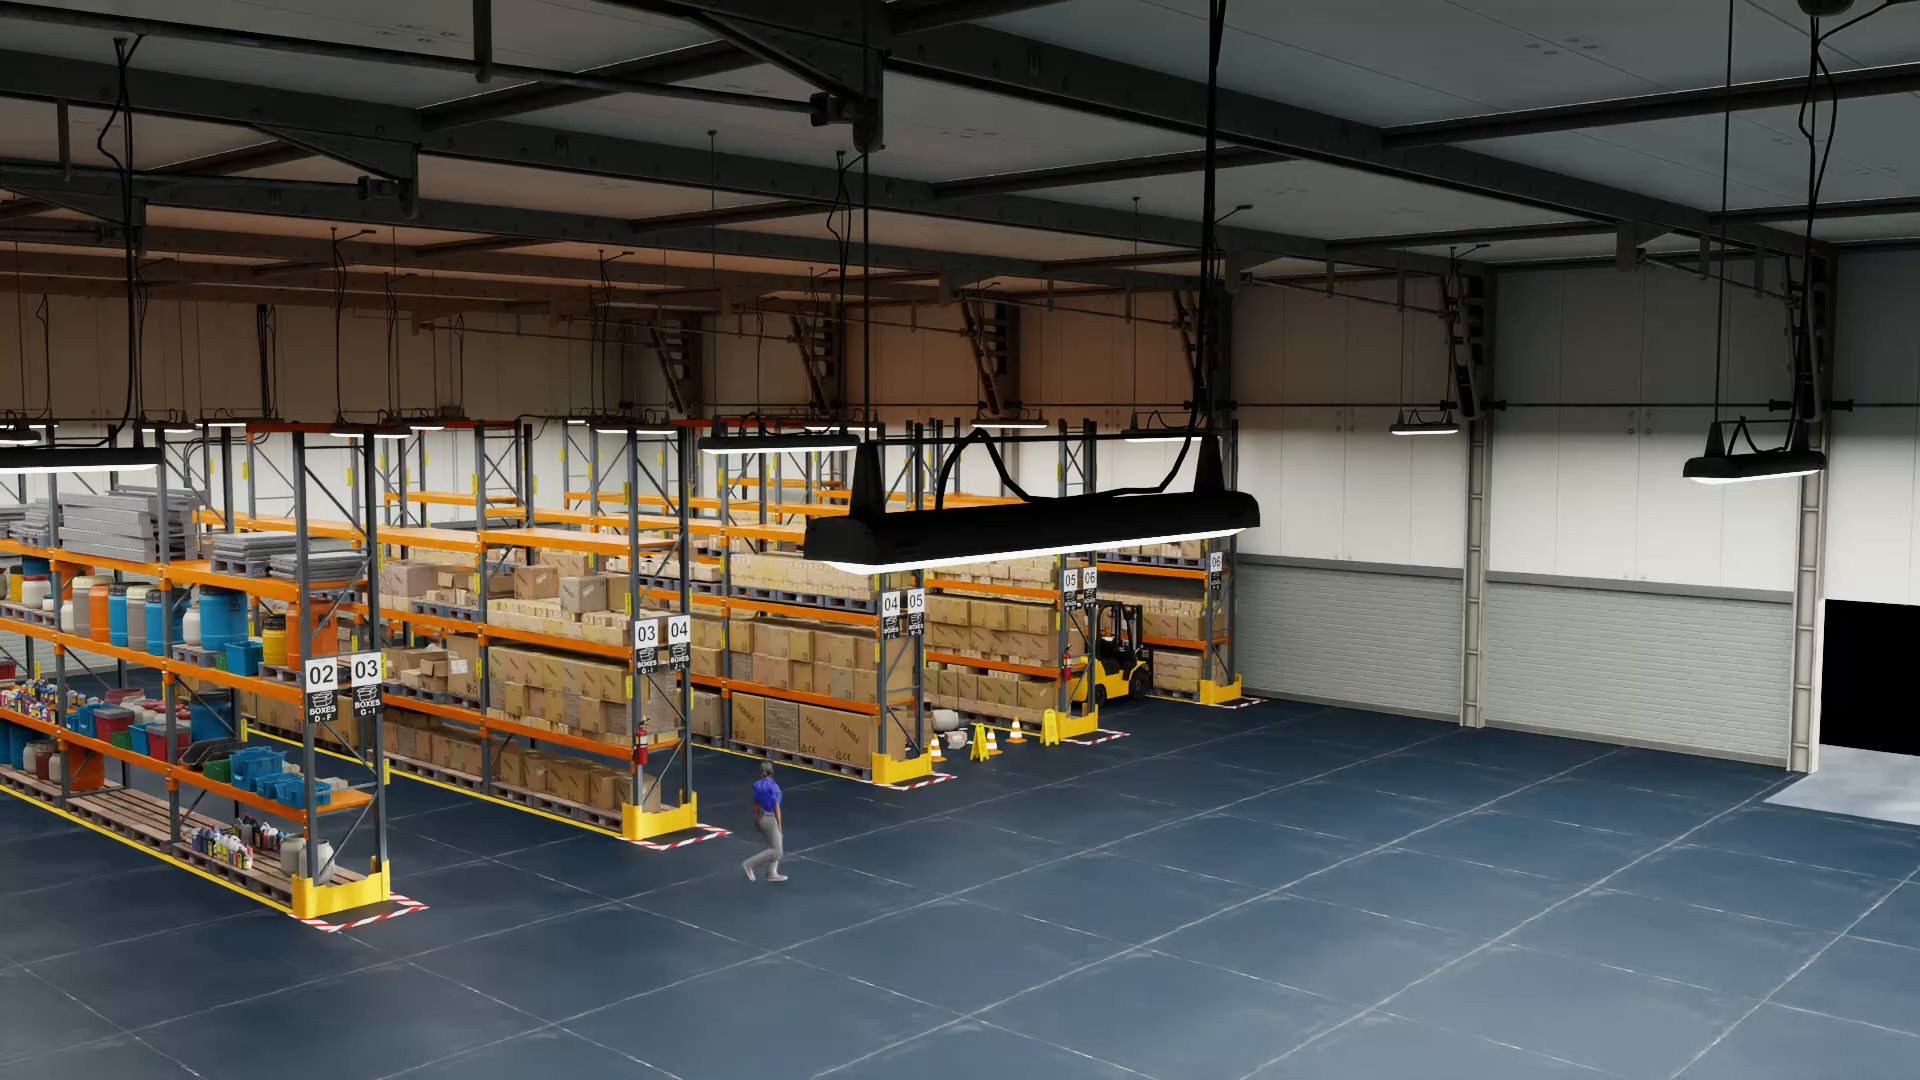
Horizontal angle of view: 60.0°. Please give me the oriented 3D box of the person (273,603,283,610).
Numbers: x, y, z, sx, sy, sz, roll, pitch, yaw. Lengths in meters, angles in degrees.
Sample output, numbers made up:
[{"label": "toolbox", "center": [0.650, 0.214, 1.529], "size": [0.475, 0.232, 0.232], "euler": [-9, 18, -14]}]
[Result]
[{"label": "person", "center": [-15.964, 2.311, 38.900], "size": [1.048, 1.675, 0.497], "euler": [4, 6, 43]}]

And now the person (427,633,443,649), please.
[{"label": "person", "center": [-11.031, 2.721, 34.815], "size": [0.544, 1.590, 0.648], "euler": [-5, 7, -44]}]

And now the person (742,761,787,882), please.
[{"label": "person", "center": [-2.579, 3.717, 21.881], "size": [0.620, 1.623, 0.416], "euler": [-1, 5, -16]}]
